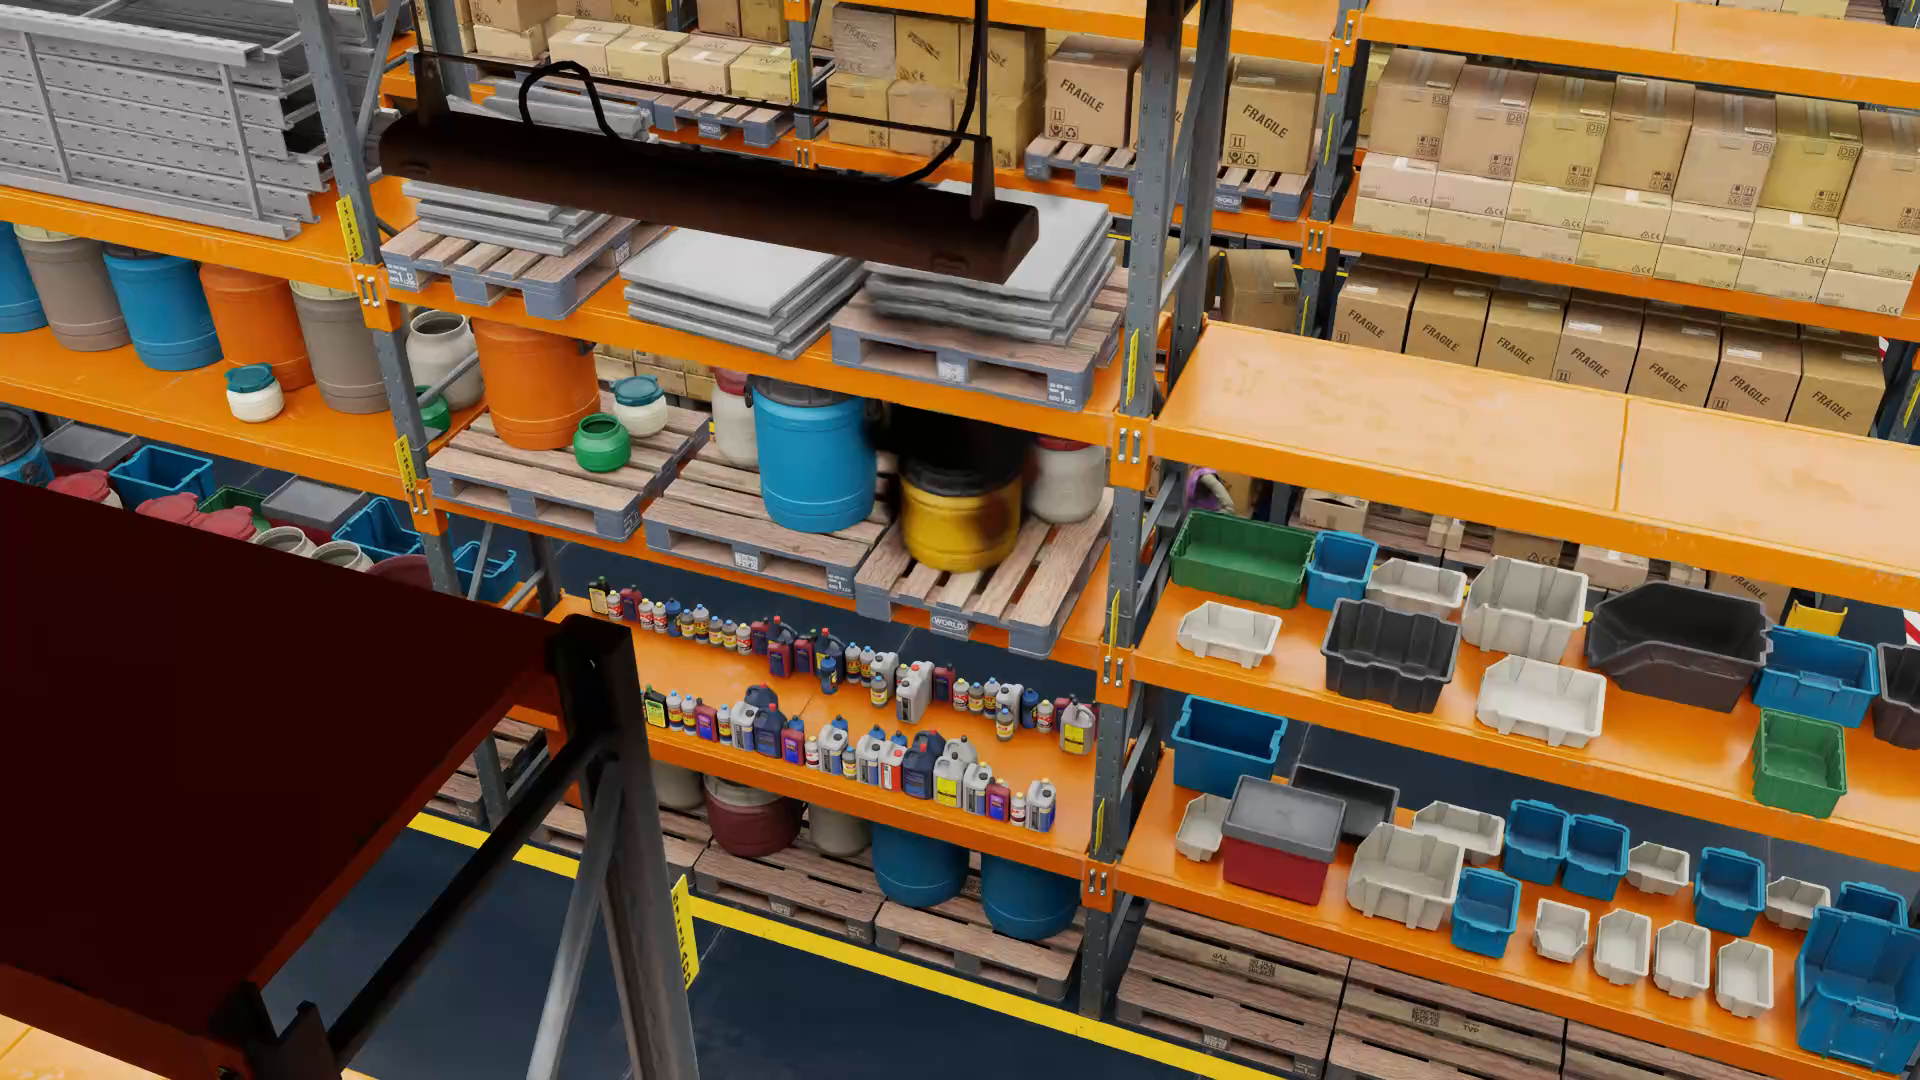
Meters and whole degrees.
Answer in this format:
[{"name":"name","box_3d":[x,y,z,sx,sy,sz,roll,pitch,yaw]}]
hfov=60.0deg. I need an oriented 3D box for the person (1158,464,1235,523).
[{"name":"person","box_3d":[1.723,-0.024,11.658,0.722,1.665,0.501,11,38,14]}]
